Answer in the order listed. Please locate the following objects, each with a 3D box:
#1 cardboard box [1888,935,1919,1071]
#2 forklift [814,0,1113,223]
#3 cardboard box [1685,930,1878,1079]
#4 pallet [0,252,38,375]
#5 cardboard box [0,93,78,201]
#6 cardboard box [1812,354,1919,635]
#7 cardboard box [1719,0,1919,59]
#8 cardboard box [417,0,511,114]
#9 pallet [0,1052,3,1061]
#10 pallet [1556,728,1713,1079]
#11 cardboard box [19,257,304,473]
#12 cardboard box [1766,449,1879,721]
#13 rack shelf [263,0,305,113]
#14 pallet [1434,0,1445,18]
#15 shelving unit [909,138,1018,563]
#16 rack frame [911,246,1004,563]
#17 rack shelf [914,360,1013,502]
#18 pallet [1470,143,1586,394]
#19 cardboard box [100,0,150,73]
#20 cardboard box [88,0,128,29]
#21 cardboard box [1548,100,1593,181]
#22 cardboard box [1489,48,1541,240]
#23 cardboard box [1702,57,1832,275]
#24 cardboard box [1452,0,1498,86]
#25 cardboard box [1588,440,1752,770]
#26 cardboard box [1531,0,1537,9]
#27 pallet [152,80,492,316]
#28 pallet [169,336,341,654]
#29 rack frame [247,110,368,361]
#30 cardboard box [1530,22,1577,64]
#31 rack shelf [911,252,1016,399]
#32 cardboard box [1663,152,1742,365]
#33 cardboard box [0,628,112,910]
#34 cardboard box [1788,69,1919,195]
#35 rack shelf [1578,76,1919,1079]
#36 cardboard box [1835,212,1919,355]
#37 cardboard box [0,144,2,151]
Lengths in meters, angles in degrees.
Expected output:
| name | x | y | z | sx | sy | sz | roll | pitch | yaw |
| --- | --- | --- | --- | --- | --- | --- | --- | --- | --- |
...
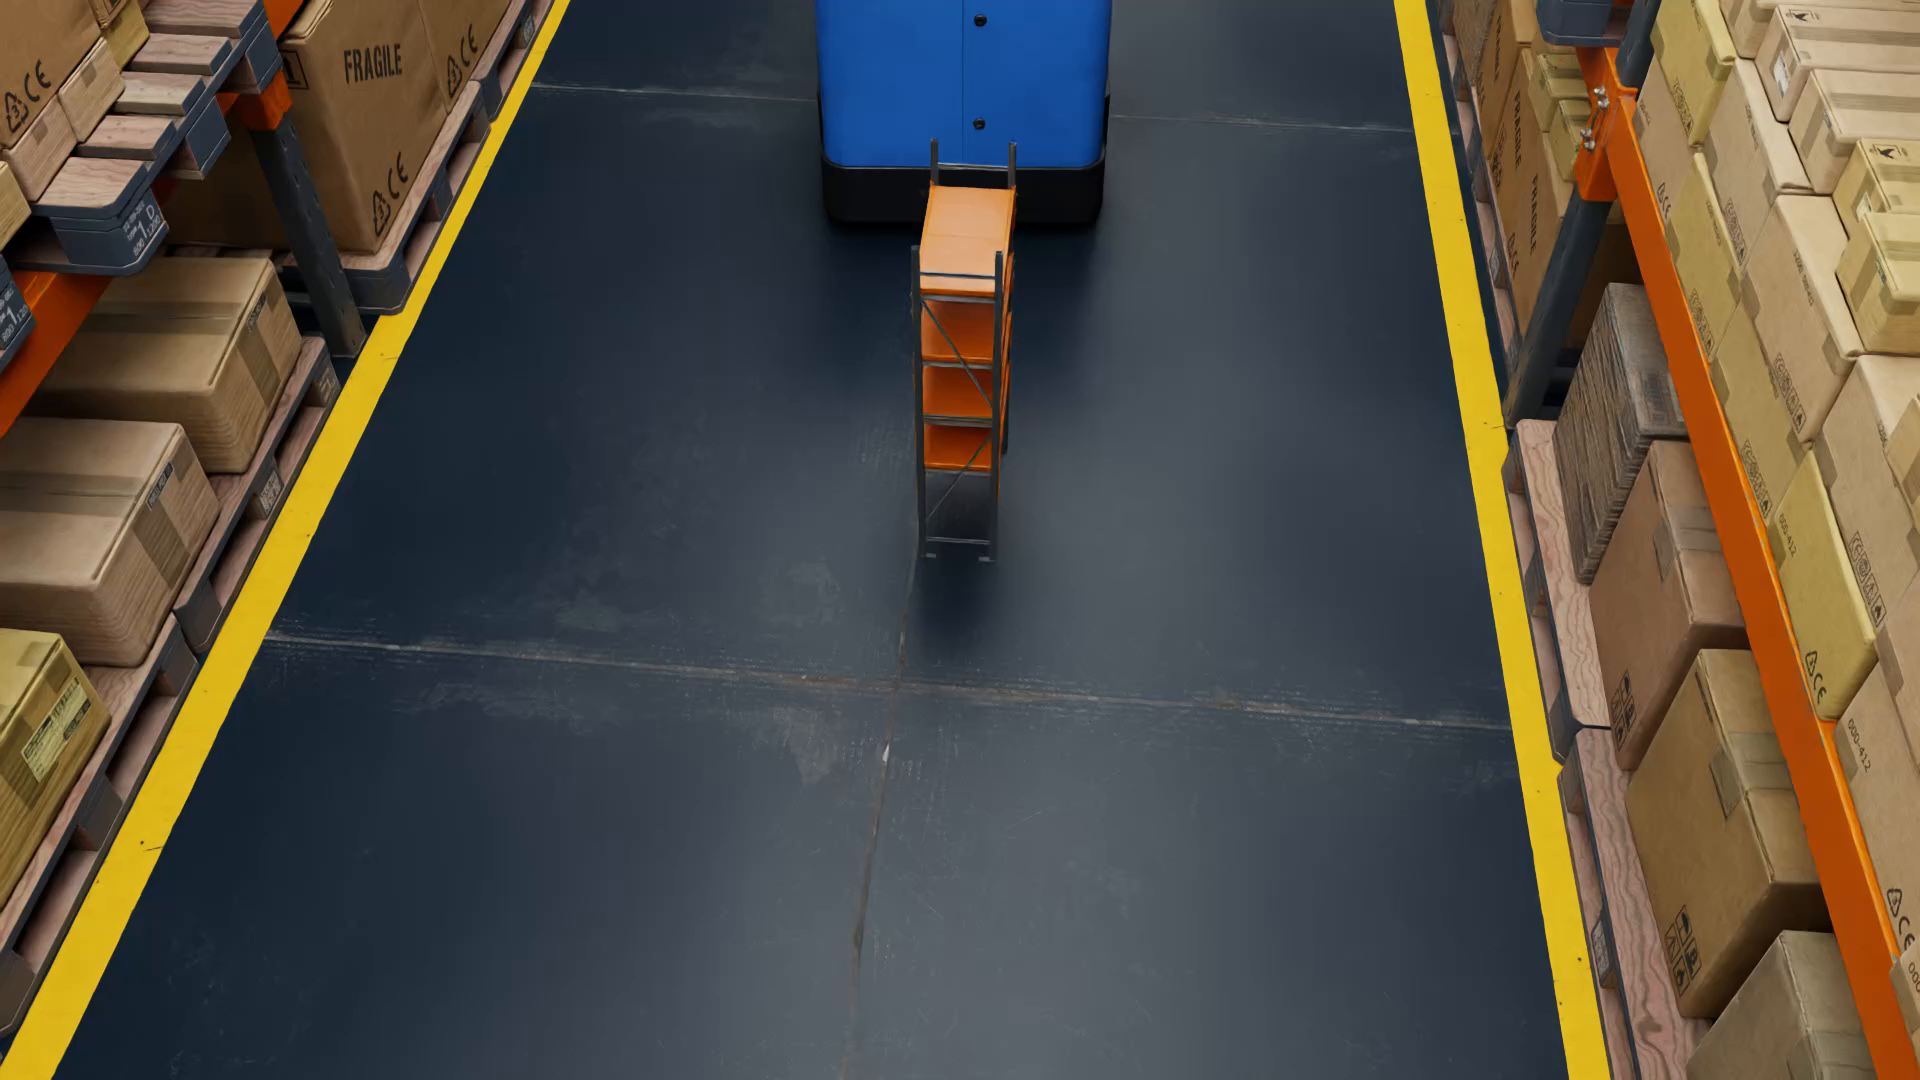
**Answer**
| name | x | y | z | sx | sy | sz | roll | pitch | yaw |
| --- | --- | --- | --- | --- | --- | --- | --- | --- | --- |
| cardboard box | 1.797 | 0.845 | 2.546 | 0.500 | 0.250 | 0.500 | 4 | 48 | 3 |
| forklift | 0.021 | -3.250 | 6.236 | 1.130 | 2.935 | 3.031 | 0 | 48 | 0 |
| cardboard box | 2.086 | 1.258 | 3.392 | 0.875 | 0.625 | 0.625 | 3 | 48 | 3 |
| pallet | -2.747 | -0.197 | 3.527 | 1.003 | 0.211 | 1.213 | 4 | 48 | 4 |
| cardboard box | -2.364 | -0.944 | 3.967 | 0.380 | 0.149 | 0.250 | 2 | 48 | 2 |
| cardboard box | 1.918 | -0.068 | 3.042 | 0.500 | 0.250 | 0.500 | 4 | 48 | 4 |
| cardboard box | 1.991 | -1.230 | 3.835 | 0.380 | 0.149 | 0.250 | 5 | 48 | 4 |
| cardboard box | -2.376 | -2.300 | 6.477 | 0.875 | 0.875 | 0.875 | 4 | 48 | 4 |
| pallet | -2.902 | 1.590 | 3.653 | 1.003 | 0.211 | 1.213 | 4 | 48 | 4 |
| pallet | 2.108 | 1.050 | 4.147 | 1.003 | 0.211 | 1.213 | 4 | 48 | 4 |
| cardboard box | -2.669 | -0.559 | 5.225 | 0.950 | 0.372 | 0.625 | 1 | 48 | 1 |
| cardboard box | 1.913 | 0.102 | 3.226 | 0.500 | 0.250 | 0.500 | 5 | 48 | 5 |
| rack shelf | -2.425 | -2.946 | 6.399 | 1.077 | 0.370 | 4.000 | 4 | 48 | 4 |
| pallet | 2.664 | -2.785 | 7.655 | 1.003 | 0.211 | 1.213 | 4 | 48 | 4 |
| shelving unit | 0.015 | -0.527 | 4.919 | 0.258 | 1.200 | 0.503 | 4 | 48 | 4 |
| rack frame | -0.007 | -0.347 | 4.755 | 0.240 | 1.200 | 0.015 | 4 | 48 | 4 |
| rack shelf | 0.015 | -0.347 | 5.115 | 0.258 | 0.148 | 0.480 | 4 | 48 | 4 |
| pallet | 2.442 | -0.993 | 6.015 | 1.003 | 0.211 | 1.213 | 4 | 48 | 4 |
| cardboard box | -2.355 | -1.317 | 4.307 | 0.380 | 0.149 | 0.250 | 5 | 48 | 4 |
| cardboard box | -2.372 | -1.642 | 4.165 | 0.500 | 0.500 | 0.500 | 3 | 48 | 2 |
| cardboard box | 2.129 | -1.285 | 5.362 | 0.380 | 0.149 | 0.250 | 2 | 48 | 2 |
| cardboard box | 2.217 | -1.378 | 5.887 | 0.500 | 0.500 | 0.500 | 3 | 48 | 3 |
| cardboard box | 2.006 | -0.828 | 3.738 | 0.500 | 0.250 | 0.500 | 5 | 48 | 5 |
| cardboard box | 2.290 | -2.146 | 6.589 | 0.500 | 0.500 | 0.500 | 2 | 48 | 2 |
| cardboard box | 2.214 | 0.210 | 4.350 | 0.875 | 0.625 | 0.625 | 5 | 48 | 5 |
| cardboard box | 2.282 | -2.052 | 6.064 | 0.380 | 0.149 | 0.250 | 3 | 48 | 3 |
| pallet | -2.460 | -1.352 | 6.343 | 1.003 | 0.211 | 1.213 | 4 | 48 | 4 |
| pallet | -2.680 | -0.203 | 5.293 | 1.003 | 0.211 | 1.213 | 4 | 48 | 4 |
| rack frame | -2.607 | -1.719 | 4.789 | 1.000 | 3.000 | 0.127 | 4 | 48 | 4 |
| cardboard box | 2.191 | -1.678 | 5.722 | 0.380 | 0.149 | 0.250 | 2 | 48 | 2 |
| rack shelf | 0.015 | -0.632 | 4.803 | 0.258 | 0.148 | 0.480 | 4 | 48 | 4 |
| cardboard box | 2.001 | -0.658 | 3.921 | 0.500 | 0.250 | 0.500 | 3 | 48 | 3 |
| cardboard box | -2.803 | 0.541 | 4.219 | 0.950 | 0.372 | 0.625 | 5 | 48 | 5 |
| cardboard box | 1.982 | -0.846 | 3.484 | 0.380 | 0.149 | 0.250 | 4 | 48 | 4 |
| rack shelf | 2.154 | 0.325 | 3.408 | 1.077 | 0.370 | 4.000 | 4 | 48 | 4 |
| cardboard box | 1.907 | -0.477 | 3.146 | 0.380 | 0.149 | 0.250 | 5 | 48 | 4 |
| cardboard box | -2.453 | -0.890 | 3.477 | 0.500 | 0.500 | 0.500 | 1 | 48 | 1 |
